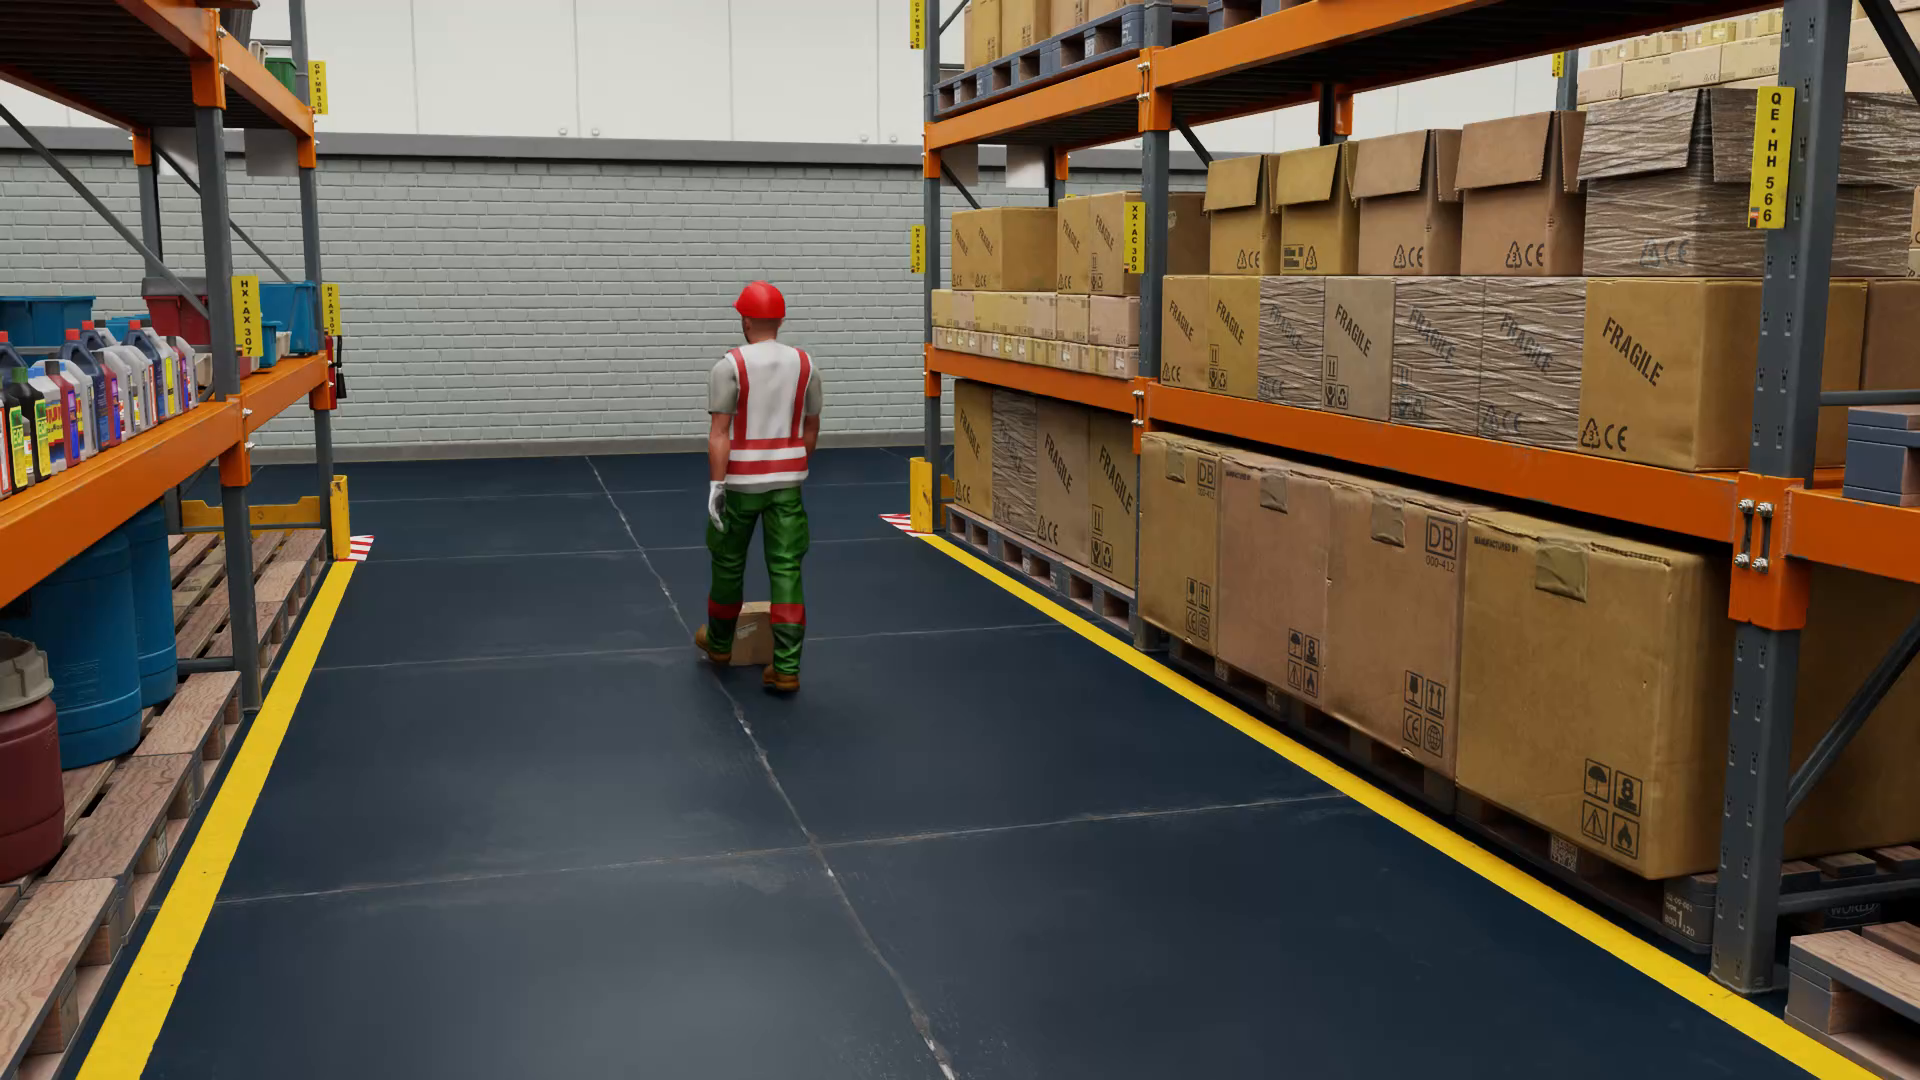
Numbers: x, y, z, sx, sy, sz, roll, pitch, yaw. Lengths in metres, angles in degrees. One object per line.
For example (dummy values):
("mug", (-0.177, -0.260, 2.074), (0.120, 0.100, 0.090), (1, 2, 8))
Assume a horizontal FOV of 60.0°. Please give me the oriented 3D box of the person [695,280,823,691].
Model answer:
("person", (-0.910, -0.275, 7.420), (0.547, 1.748, 0.927), (-3, 10, -20))
